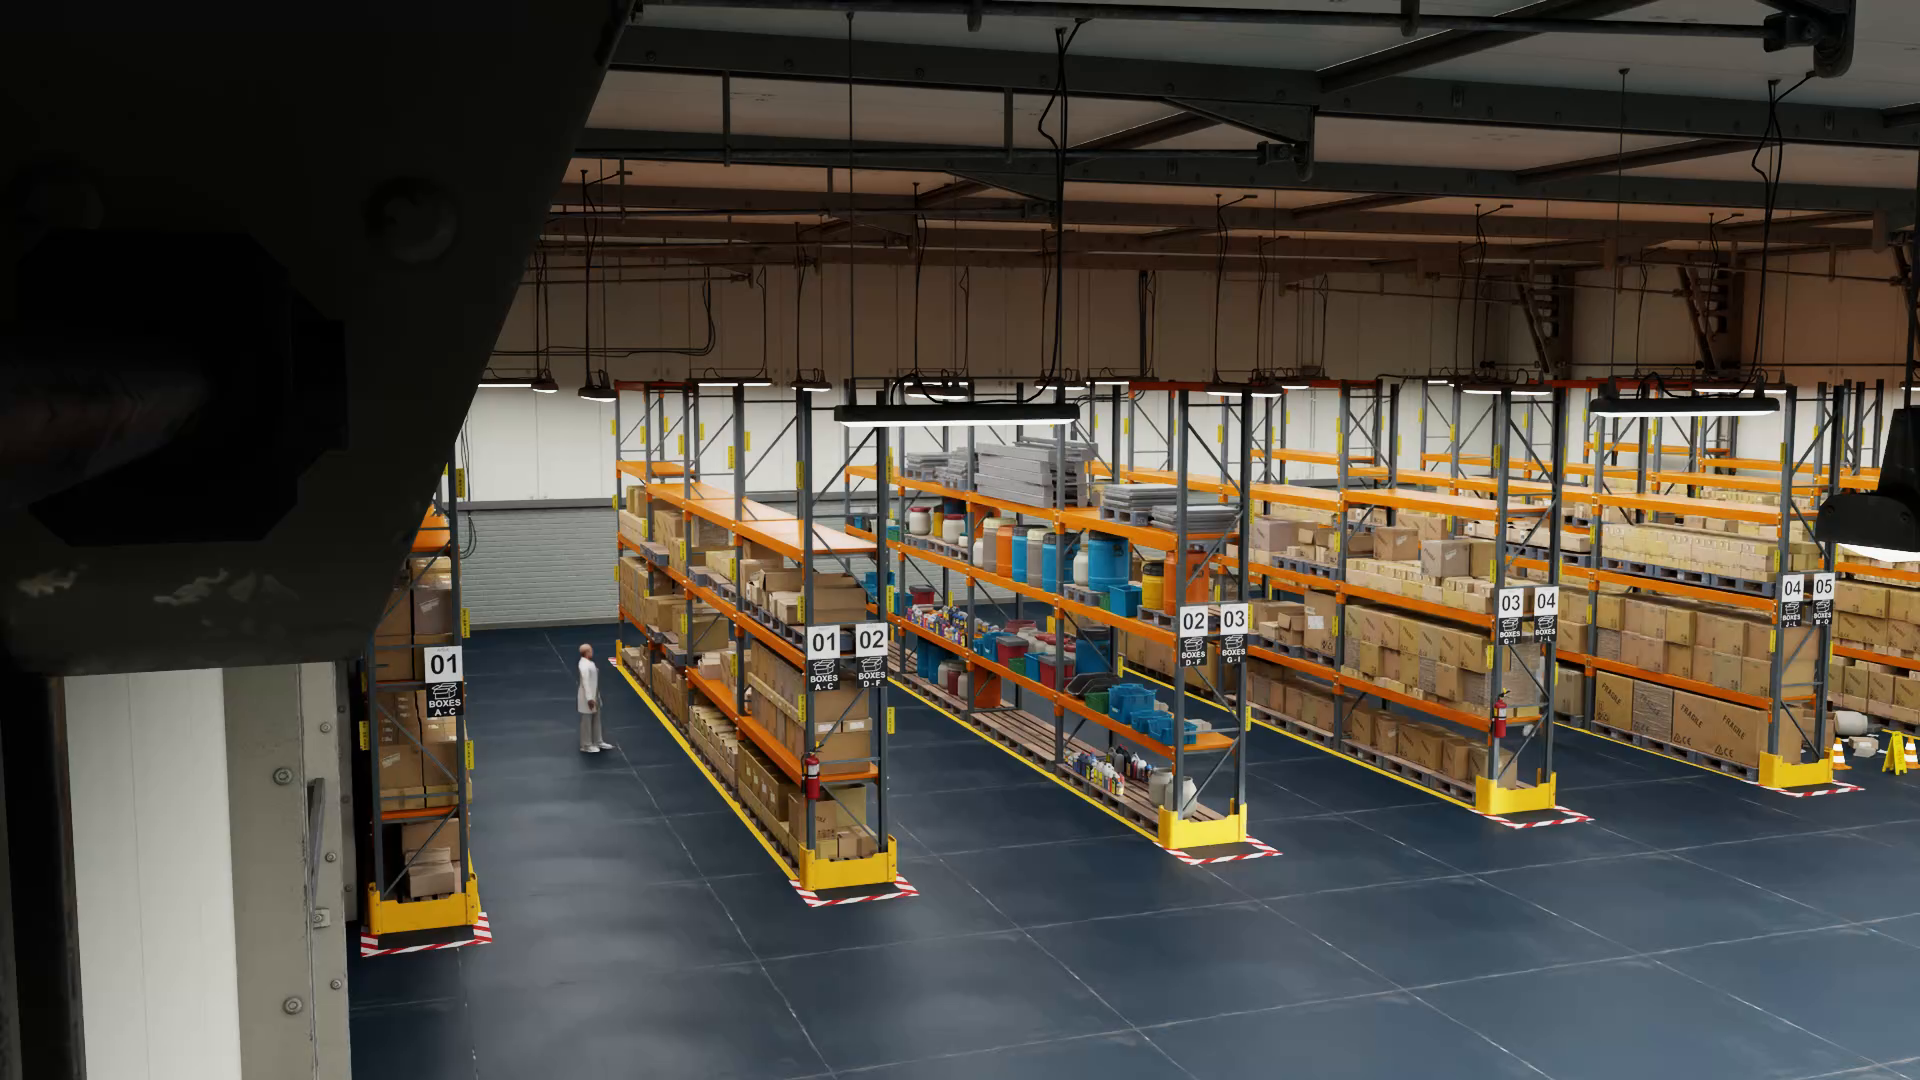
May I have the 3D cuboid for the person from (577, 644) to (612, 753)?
[{"bbox_3d":[-6.024,2.579,27.213,0.497,1.782,0.642,1,6,7],"label":"person"}]

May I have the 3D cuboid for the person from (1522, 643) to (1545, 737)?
[{"bbox_3d":[9.712,2.527,28.140,0.436,1.642,0.523,2,6,14],"label":"person"}]
